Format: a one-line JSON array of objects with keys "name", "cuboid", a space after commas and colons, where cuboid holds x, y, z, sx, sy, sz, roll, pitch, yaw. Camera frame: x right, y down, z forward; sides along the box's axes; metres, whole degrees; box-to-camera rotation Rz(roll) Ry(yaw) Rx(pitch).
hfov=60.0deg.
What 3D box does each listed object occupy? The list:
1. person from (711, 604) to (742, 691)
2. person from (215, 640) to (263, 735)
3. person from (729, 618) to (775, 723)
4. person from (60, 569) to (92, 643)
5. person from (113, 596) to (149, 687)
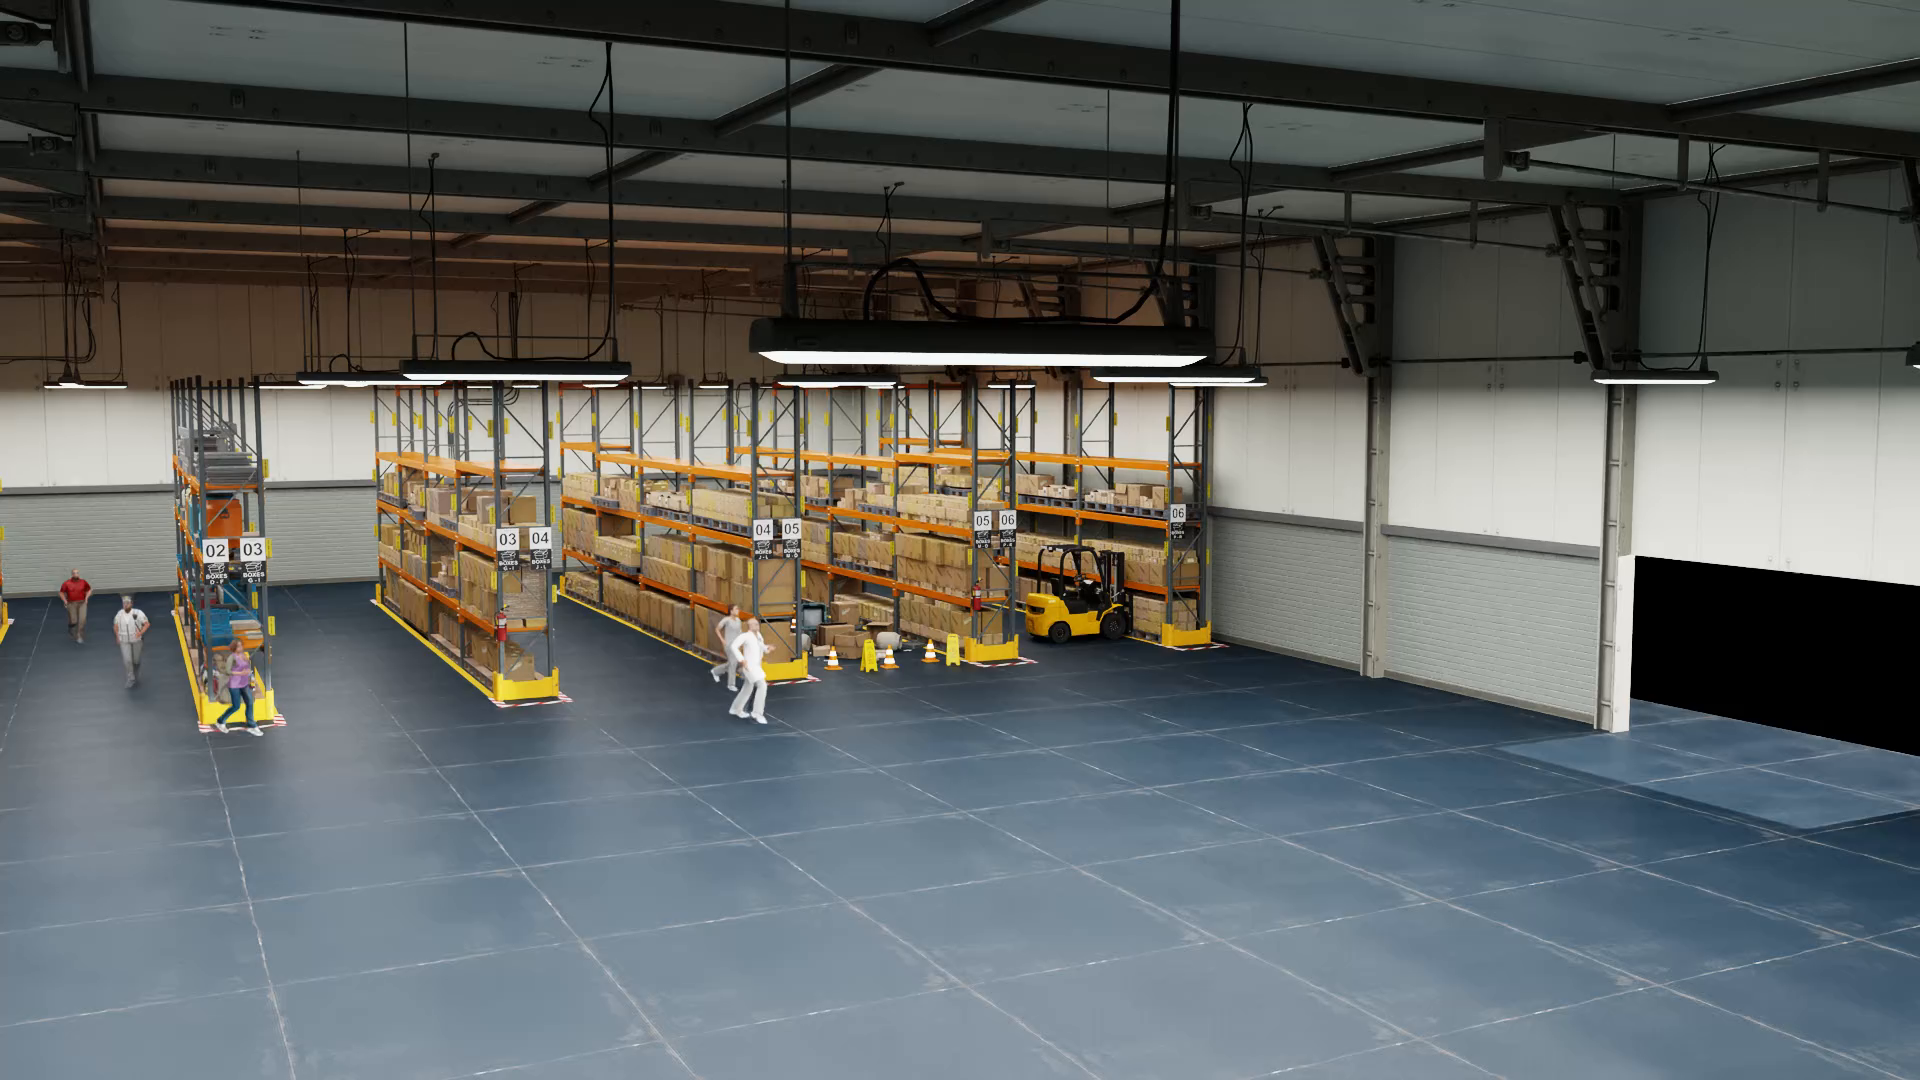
[{"name": "person", "cuboid": [-4.468, 2.062, 32.245, 0.797, 1.667, 0.611, 4, 6, 38]}, {"name": "person", "cuboid": [-12.025, 2.459, 27.652, 0.770, 1.612, 0.540, 1, 5, 10]}, {"name": "person", "cuboid": [-3.625, 2.280, 28.971, 0.847, 1.857, 0.665, 1, 5, 14]}, {"name": "person", "cuboid": [-20.268, 1.504, 38.154, 0.663, 1.691, 0.634, -4, 6, -37]}, {"name": "person", "cuboid": [-16.240, 1.968, 32.586, 0.657, 1.765, 0.719, -2, 5, -17]}]
